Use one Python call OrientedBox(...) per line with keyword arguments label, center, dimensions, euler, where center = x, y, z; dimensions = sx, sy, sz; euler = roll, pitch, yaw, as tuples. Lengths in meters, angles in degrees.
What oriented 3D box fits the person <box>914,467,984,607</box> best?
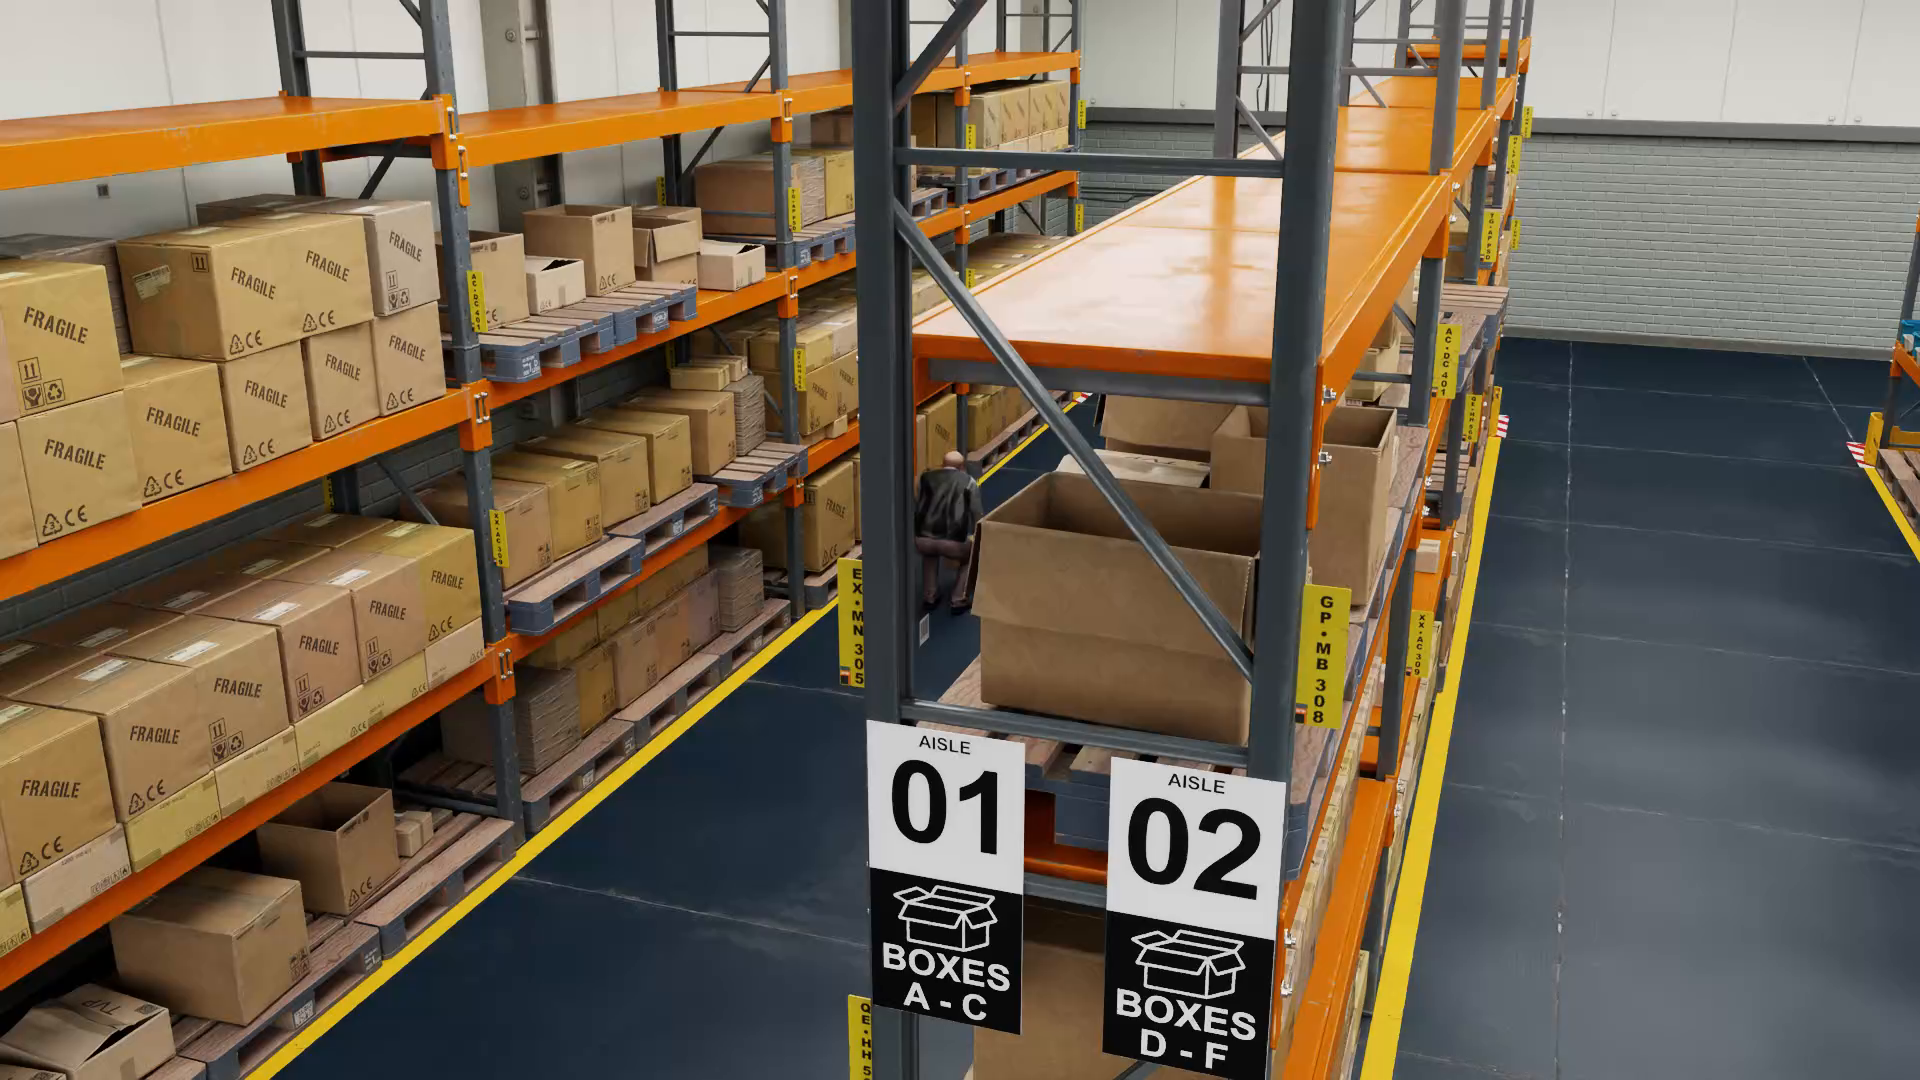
OrientedBox(label="person", center=(-0.152, -0.012, 13.480), dimensions=(0.583, 1.073, 0.664), euler=(6, 19, 17))
